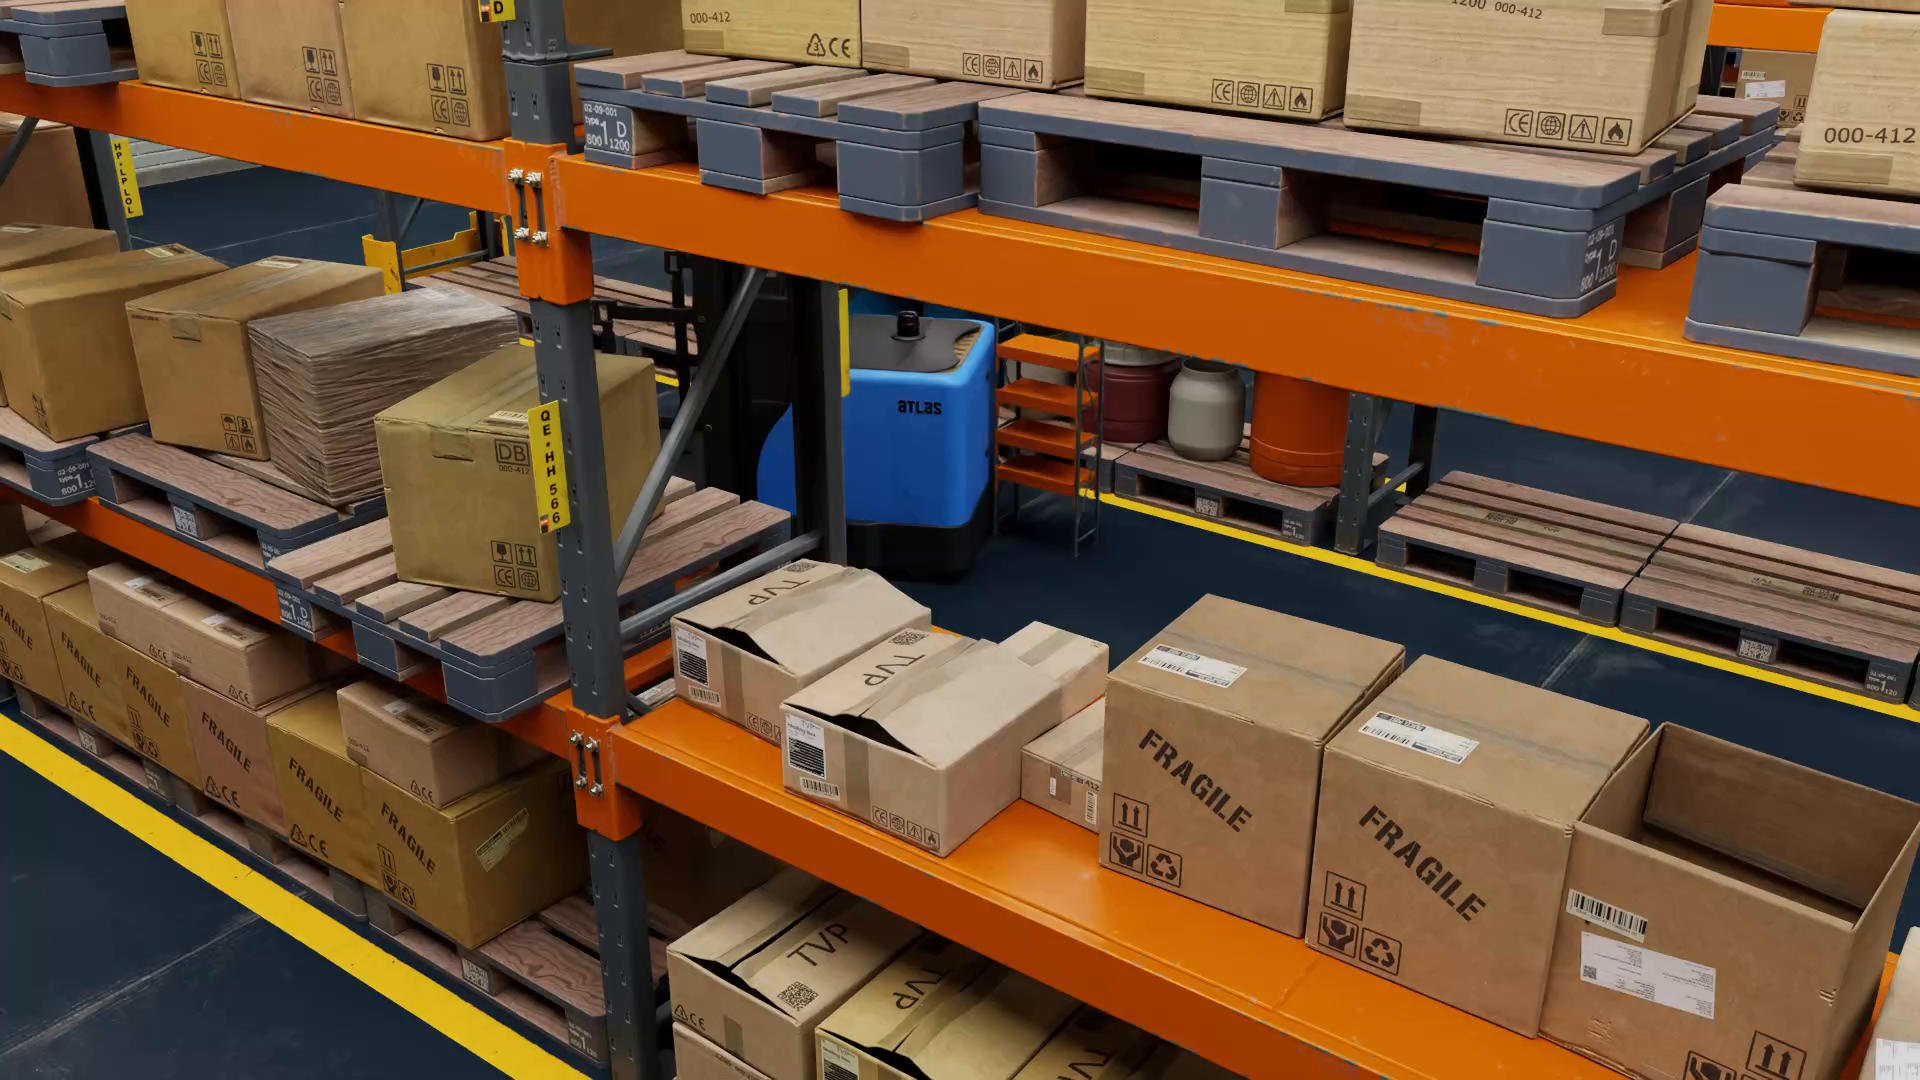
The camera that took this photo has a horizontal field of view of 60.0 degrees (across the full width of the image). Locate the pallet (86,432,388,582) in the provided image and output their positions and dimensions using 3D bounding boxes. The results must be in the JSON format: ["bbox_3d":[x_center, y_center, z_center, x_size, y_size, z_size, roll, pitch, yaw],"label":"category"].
[{"bbox_3d":[-2.250,-0.243,5.818,1.213,0.211,1.003,17,29,33],"label":"pallet"}]

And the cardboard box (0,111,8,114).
[{"bbox_3d":[-4.513,-1.662,7.437,0.500,0.500,0.500,16,28,32],"label":"cardboard box"}]

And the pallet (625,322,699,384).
[{"bbox_3d":[-1.530,-1.315,11.474,1.213,0.211,1.003,17,29,33],"label":"pallet"}]

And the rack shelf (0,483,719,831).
[{"bbox_3d":[-2.291,-0.016,5.959,4.000,0.370,1.077,17,29,33],"label":"rack shelf"}]

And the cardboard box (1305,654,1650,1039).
[{"bbox_3d":[1.083,0.620,3.498,0.500,0.500,0.500,17,29,33],"label":"cardboard box"}]

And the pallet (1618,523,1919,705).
[{"bbox_3d":[3.851,0.312,7.780,1.213,0.211,1.003,17,29,33],"label":"pallet"}]

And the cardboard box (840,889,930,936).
[{"bbox_3d":[-0.124,0.995,4.965,0.500,0.311,0.500,18,29,35],"label":"cardboard box"}]

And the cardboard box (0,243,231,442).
[{"bbox_3d":[-3.058,-0.734,6.052,0.700,0.500,0.500,-21,31,-39],"label":"cardboard box"}]

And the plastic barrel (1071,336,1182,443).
[{"bbox_3d":[0.977,-0.933,9.618,0.708,0.588,0.600,17,29,33],"label":"plastic barrel"}]

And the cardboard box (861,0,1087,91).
[{"bbox_3d":[0.136,-1.145,3.574,0.500,0.250,0.500,18,29,35],"label":"cardboard box"}]

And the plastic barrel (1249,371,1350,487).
[{"bbox_3d":[1.881,-0.771,8.950,0.708,0.830,0.600,17,29,33],"label":"plastic barrel"}]

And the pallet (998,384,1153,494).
[{"bbox_3d":[0.655,-0.655,9.975,1.213,0.211,1.003,17,29,33],"label":"pallet"}]

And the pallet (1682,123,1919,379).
[{"bbox_3d":[1.796,-0.389,2.429,1.217,0.209,0.805,16,28,31],"label":"pallet"}]

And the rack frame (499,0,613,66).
[{"bbox_3d":[-0.691,-2.607,3.506,0.127,3.000,1.000,17,29,33],"label":"rack frame"}]

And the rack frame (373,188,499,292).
[{"bbox_3d":[-4.119,-3.393,12.732,0.127,3.000,1.000,17,29,33],"label":"rack frame"}]

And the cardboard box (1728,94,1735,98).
[{"bbox_3d":[7.604,-4.105,15.996,0.500,0.250,0.500,16,28,32],"label":"cardboard box"}]

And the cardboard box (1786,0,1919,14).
[{"bbox_3d":[1.570,-1.026,2.373,0.500,0.500,0.500,20,31,38],"label":"cardboard box"}]

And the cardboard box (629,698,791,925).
[{"bbox_3d":[-0.884,0.879,5.590,0.500,0.500,0.500,18,30,35],"label":"cardboard box"}]

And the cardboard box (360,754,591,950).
[{"bbox_3d":[-1.580,0.930,5.472,0.500,0.500,0.500,18,30,35],"label":"cardboard box"}]

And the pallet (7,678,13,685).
[{"bbox_3d":[-4.441,0.281,7.851,1.213,0.211,1.003,17,29,33],"label":"pallet"}]

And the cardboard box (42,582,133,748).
[{"bbox_3d":[-3.217,0.435,6.598,0.500,0.500,0.500,17,29,34],"label":"cardboard box"}]

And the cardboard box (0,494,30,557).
[{"bbox_3d":[-4.518,0.067,7.431,0.500,0.500,0.500,17,29,33],"label":"cardboard box"}]

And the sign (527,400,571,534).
[{"bbox_3d":[-1.009,-0.178,4.096,0.005,0.325,0.100,17,29,33],"label":"sign"}]

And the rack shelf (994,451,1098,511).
[{"bbox_3d":[0.448,-0.308,8.621,0.480,0.148,0.258,15,28,30],"label":"rack shelf"}]

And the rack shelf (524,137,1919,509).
[{"bbox_3d":[0.909,-0.421,3.158,4.000,0.370,1.077,17,29,33],"label":"rack shelf"}]

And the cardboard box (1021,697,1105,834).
[{"bbox_3d":[0.363,0.544,4.108,0.250,0.149,0.380,19,30,37],"label":"cardboard box"}]

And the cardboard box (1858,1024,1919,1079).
[{"bbox_3d":[1.696,1.014,2.896,0.258,0.266,0.396,16,28,32],"label":"cardboard box"}]

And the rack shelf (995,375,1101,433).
[{"bbox_3d":[0.448,-0.695,8.450,0.480,0.148,0.258,15,28,30],"label":"rack shelf"}]

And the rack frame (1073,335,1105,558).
[{"bbox_3d":[0.651,-0.497,8.390,0.015,1.200,0.240,15,28,30],"label":"rack frame"}]

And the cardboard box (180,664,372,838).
[{"bbox_3d":[-2.418,0.680,6.040,0.500,0.500,0.500,16,28,31],"label":"cardboard box"}]

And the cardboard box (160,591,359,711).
[{"bbox_3d":[-2.449,0.329,5.908,0.500,0.250,0.500,16,29,32],"label":"cardboard box"}]

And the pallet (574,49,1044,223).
[{"bbox_3d":[-0.094,-1.013,3.842,1.003,0.211,1.213,18,30,36],"label":"pallet"}]

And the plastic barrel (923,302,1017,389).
[{"bbox_3d":[0.074,-1.350,10.175,0.708,0.901,0.600,17,29,33],"label":"plastic barrel"}]

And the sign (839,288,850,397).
[{"bbox_3d":[-0.361,-0.571,4.891,0.005,0.325,0.100,17,29,33],"label":"sign"}]

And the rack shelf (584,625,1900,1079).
[{"bbox_3d":[0.909,0.951,3.763,4.000,0.370,1.077,17,29,33],"label":"rack shelf"}]

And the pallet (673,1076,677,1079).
[{"bbox_3d":[-0.056,1.626,4.798,1.213,0.211,1.003,17,29,33],"label":"pallet"}]

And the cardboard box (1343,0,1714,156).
[{"bbox_3d":[1.017,-0.873,2.955,0.500,0.250,0.500,14,27,29],"label":"cardboard box"}]

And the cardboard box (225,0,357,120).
[{"bbox_3d":[-1.468,-1.498,4.586,0.500,0.500,0.910,17,29,33],"label":"cardboard box"}]

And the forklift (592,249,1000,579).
[{"bbox_3d":[-1.355,-1.429,8.357,3.031,2.935,1.130,4,24,10],"label":"forklift"}]

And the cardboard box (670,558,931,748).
[{"bbox_3d":[-0.426,0.281,4.502,0.500,0.311,0.500,19,30,36],"label":"cardboard box"}]

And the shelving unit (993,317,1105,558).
[{"bbox_3d":[0.448,-0.551,8.513,0.503,1.200,0.258,15,28,30],"label":"shelving unit"}]

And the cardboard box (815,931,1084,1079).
[{"bbox_3d":[-0.023,1.294,4.288,0.500,0.311,0.500,16,28,32],"label":"cardboard box"}]

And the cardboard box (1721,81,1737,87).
[{"bbox_3d":[9.983,-5.885,20.501,0.875,0.875,0.875,17,29,34],"label":"cardboard box"}]

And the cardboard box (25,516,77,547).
[{"bbox_3d":[-4.098,0.029,7.753,0.500,0.311,0.500,17,29,33],"label":"cardboard box"}]

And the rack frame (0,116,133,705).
[{"bbox_3d":[-3.892,-0.829,6.911,0.127,3.000,1.000,17,29,33],"label":"rack frame"}]

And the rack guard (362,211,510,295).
[{"bbox_3d":[-4.146,-2.251,13.239,0.348,0.500,1.175,17,29,33],"label":"rack guard"}]

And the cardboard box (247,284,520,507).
[{"bbox_3d":[-1.880,-0.498,5.516,0.700,0.500,0.500,-20,31,-38],"label":"cardboard box"}]

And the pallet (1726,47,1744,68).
[{"bbox_3d":[7.675,-4.683,15.896,1.003,0.211,1.213,17,29,33],"label":"pallet"}]

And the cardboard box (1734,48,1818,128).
[{"bbox_3d":[5.709,-3.177,11.596,0.500,0.500,0.500,13,27,27],"label":"cardboard box"}]

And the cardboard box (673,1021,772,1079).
[{"bbox_3d":[-0.448,1.426,4.683,0.500,0.250,0.500,17,29,33],"label":"cardboard box"}]

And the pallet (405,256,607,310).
[{"bbox_3d":[-3.482,-1.905,12.813,1.213,0.211,1.003,17,29,33],"label":"pallet"}]

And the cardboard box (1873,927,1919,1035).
[{"bbox_3d":[1.923,0.940,3.207,0.250,0.149,0.380,17,29,33],"label":"cardboard box"}]

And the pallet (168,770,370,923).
[{"bbox_3d":[-2.238,0.927,6.385,1.213,0.211,1.003,17,29,33],"label":"pallet"}]
